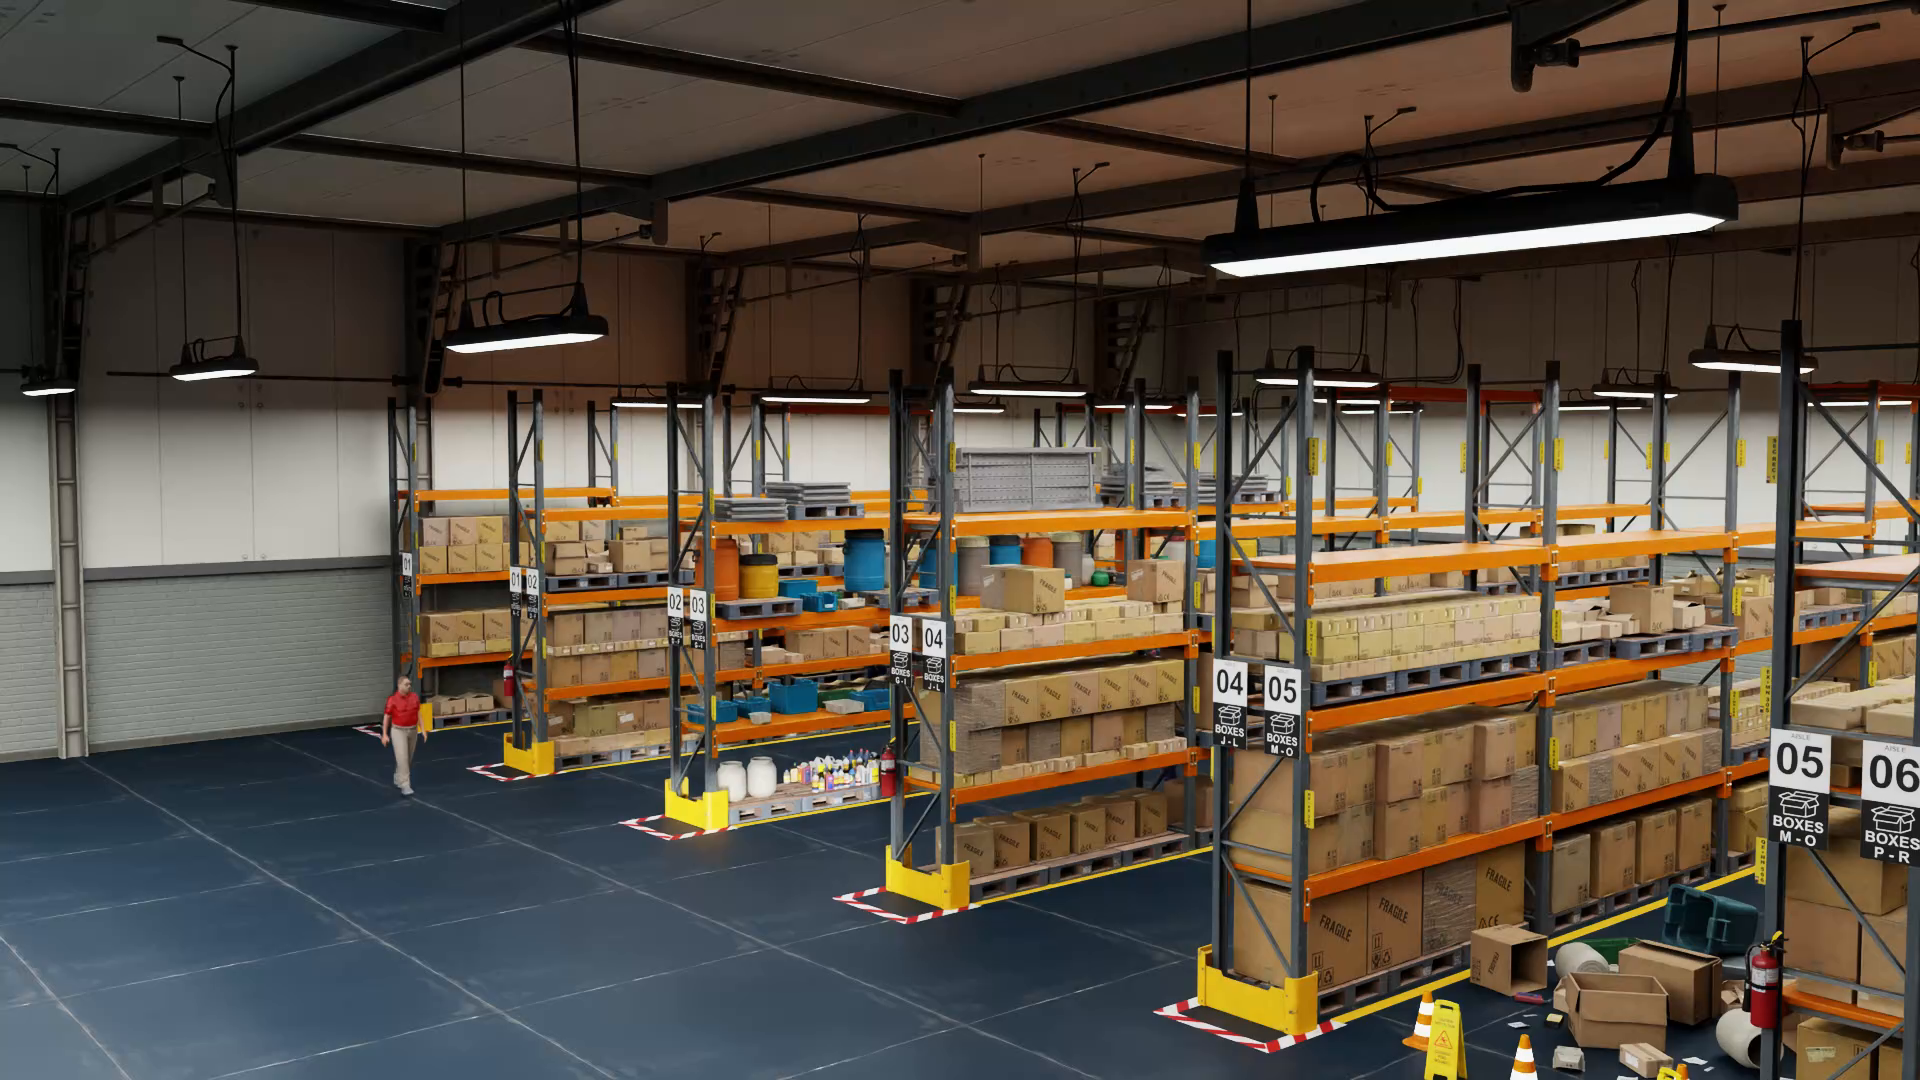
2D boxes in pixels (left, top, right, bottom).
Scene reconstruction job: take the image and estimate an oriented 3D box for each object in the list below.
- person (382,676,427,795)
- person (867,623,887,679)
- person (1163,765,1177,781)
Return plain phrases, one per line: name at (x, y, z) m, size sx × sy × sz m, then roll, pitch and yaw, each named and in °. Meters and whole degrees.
person at (-8.198, 2.865, 24.620) m, size 0.900 × 1.686 × 0.589 m, roll 2°, pitch 4°, yaw 36°
person at (-1.653, 2.442, 33.104) m, size 0.424 × 1.578 × 0.775 m, roll 3°, pitch 5°, yaw 44°
person at (2.968, 2.961, 23.849) m, size 0.643 × 1.673 × 0.527 m, roll -2°, pitch 4°, yaw -30°
